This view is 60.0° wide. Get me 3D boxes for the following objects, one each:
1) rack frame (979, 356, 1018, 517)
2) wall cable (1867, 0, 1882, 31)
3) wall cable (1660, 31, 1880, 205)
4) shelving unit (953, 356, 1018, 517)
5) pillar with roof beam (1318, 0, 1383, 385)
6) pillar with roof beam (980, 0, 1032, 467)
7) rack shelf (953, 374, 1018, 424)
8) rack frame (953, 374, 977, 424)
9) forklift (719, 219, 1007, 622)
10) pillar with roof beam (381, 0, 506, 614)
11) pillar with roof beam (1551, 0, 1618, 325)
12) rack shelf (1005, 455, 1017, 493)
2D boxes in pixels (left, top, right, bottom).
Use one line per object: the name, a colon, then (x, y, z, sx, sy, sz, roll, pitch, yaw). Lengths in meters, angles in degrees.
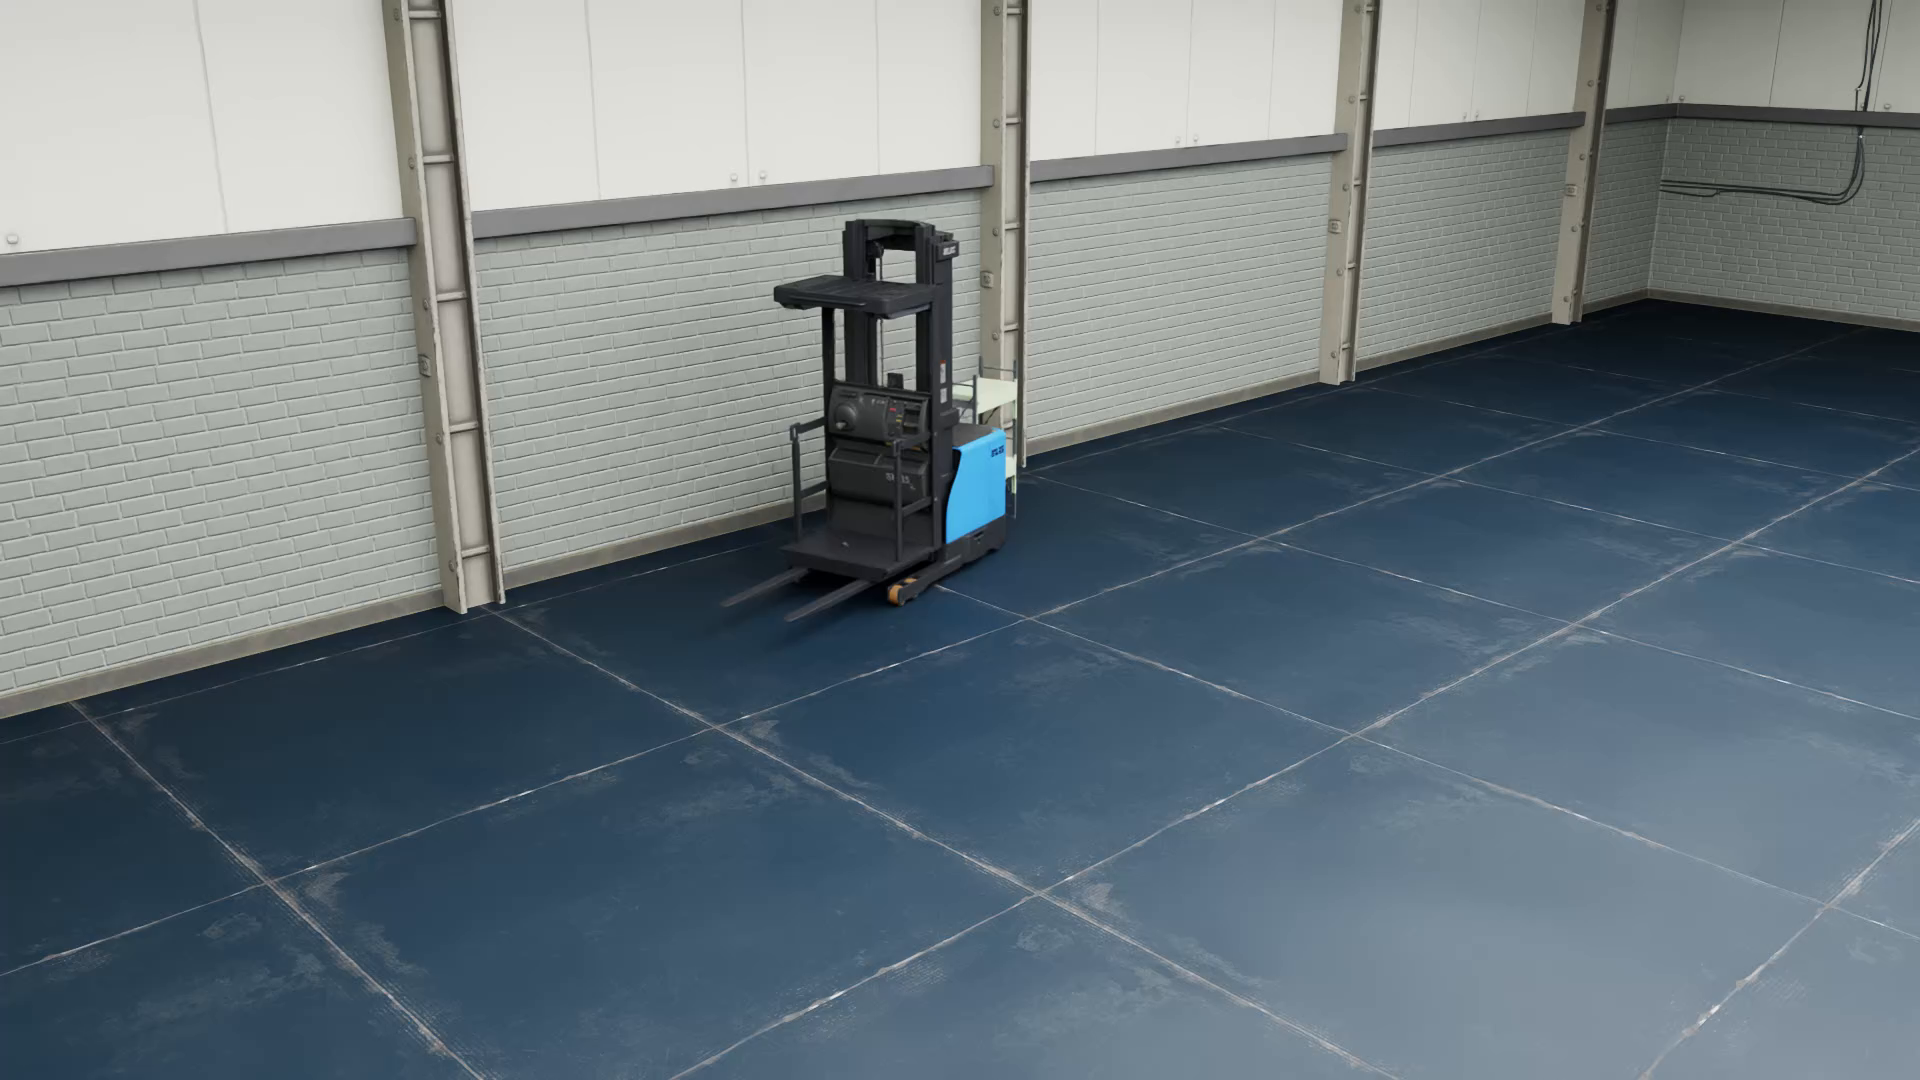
rack frame: (0.351, -0.960, 15.512, 0.400, 1.500, 0.023, 11, 21, 29)
wall cable: (14.072, -8.231, 22.627, 0.112, 2.526, 3.097, -16, 24, -41)
wall cable: (12.213, -6.435, 25.275, 0.112, 2.526, 3.097, -16, 24, -41)
shelving unit: (0.163, -0.863, 15.214, 0.431, 1.500, 0.755, 11, 21, 29)
pillar with roof beam: (7.762, -5.348, 16.888, 0.400, 9.000, 9.100, -16, 24, -41)
pillar with roof beam: (3.402, -4.076, 12.967, 0.400, 9.000, 9.100, -16, 24, -41)
rack shelf: (0.163, -1.234, 15.094, 0.431, 0.370, 0.720, 11, 21, 29)
rack frame: (-0.026, -0.766, 14.916, 0.400, 1.500, 0.023, 11, 21, 29)
forklift: (-0.777, -1.030, 13.409, 1.130, 2.935, 3.031, 11, 21, 29)
pillar with roof beam: (-0.957, -2.805, 9.046, 0.400, 9.000, 9.100, -16, 24, -41)
pillar with roof beam: (12.122, -6.619, 20.809, 0.400, 9.000, 9.100, -16, 24, -41)
rack shelf: (0.163, -0.553, 15.315, 0.431, 0.370, 0.720, 11, 21, 29)
